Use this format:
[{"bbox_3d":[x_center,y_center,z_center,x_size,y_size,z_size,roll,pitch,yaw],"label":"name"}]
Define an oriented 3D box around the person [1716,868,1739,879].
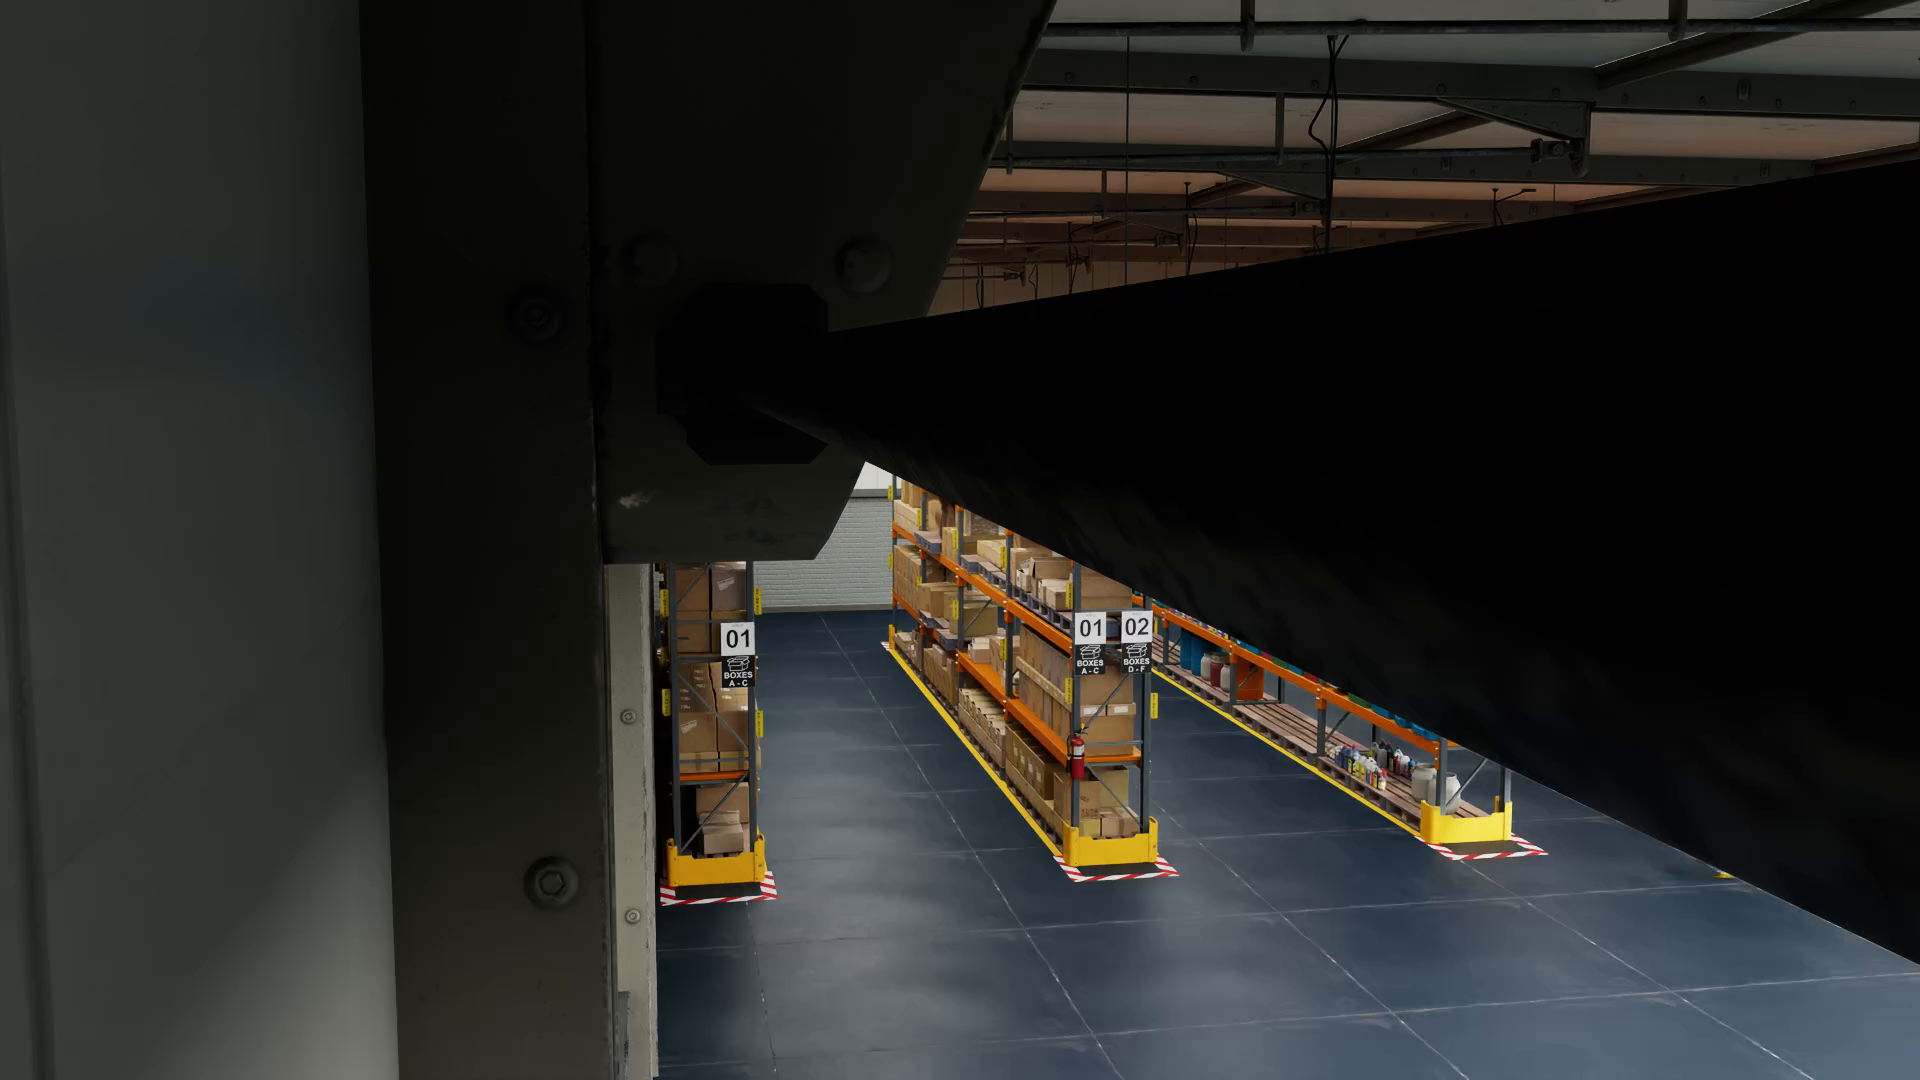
[{"bbox_3d":[9.670,3.320,20.290,0.782,1.655,0.709,1,6,7],"label":"person"}]
